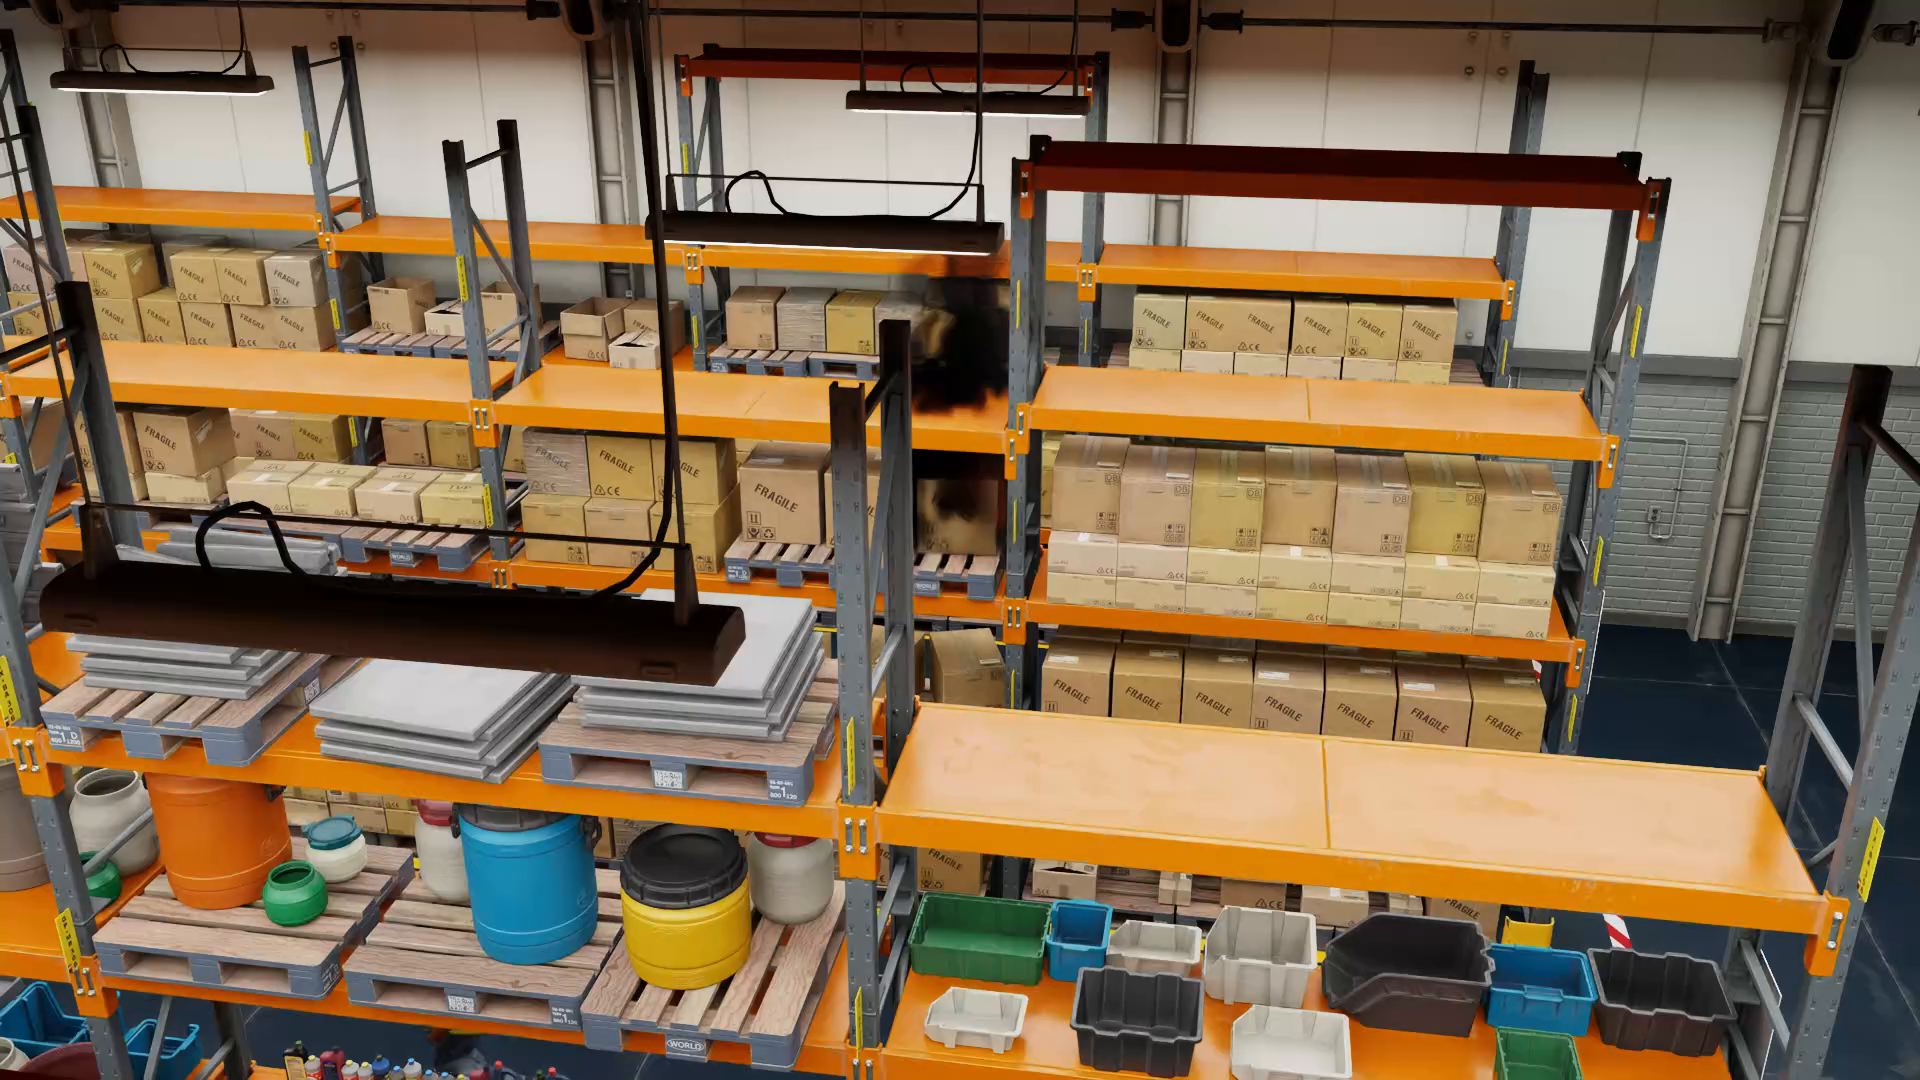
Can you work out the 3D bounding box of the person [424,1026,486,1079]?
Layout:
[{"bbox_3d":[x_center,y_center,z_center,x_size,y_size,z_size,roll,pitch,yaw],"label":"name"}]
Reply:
[{"bbox_3d":[-3.207,3.091,10.902,0.587,1.723,0.689,6,24,13],"label":"person"}]
